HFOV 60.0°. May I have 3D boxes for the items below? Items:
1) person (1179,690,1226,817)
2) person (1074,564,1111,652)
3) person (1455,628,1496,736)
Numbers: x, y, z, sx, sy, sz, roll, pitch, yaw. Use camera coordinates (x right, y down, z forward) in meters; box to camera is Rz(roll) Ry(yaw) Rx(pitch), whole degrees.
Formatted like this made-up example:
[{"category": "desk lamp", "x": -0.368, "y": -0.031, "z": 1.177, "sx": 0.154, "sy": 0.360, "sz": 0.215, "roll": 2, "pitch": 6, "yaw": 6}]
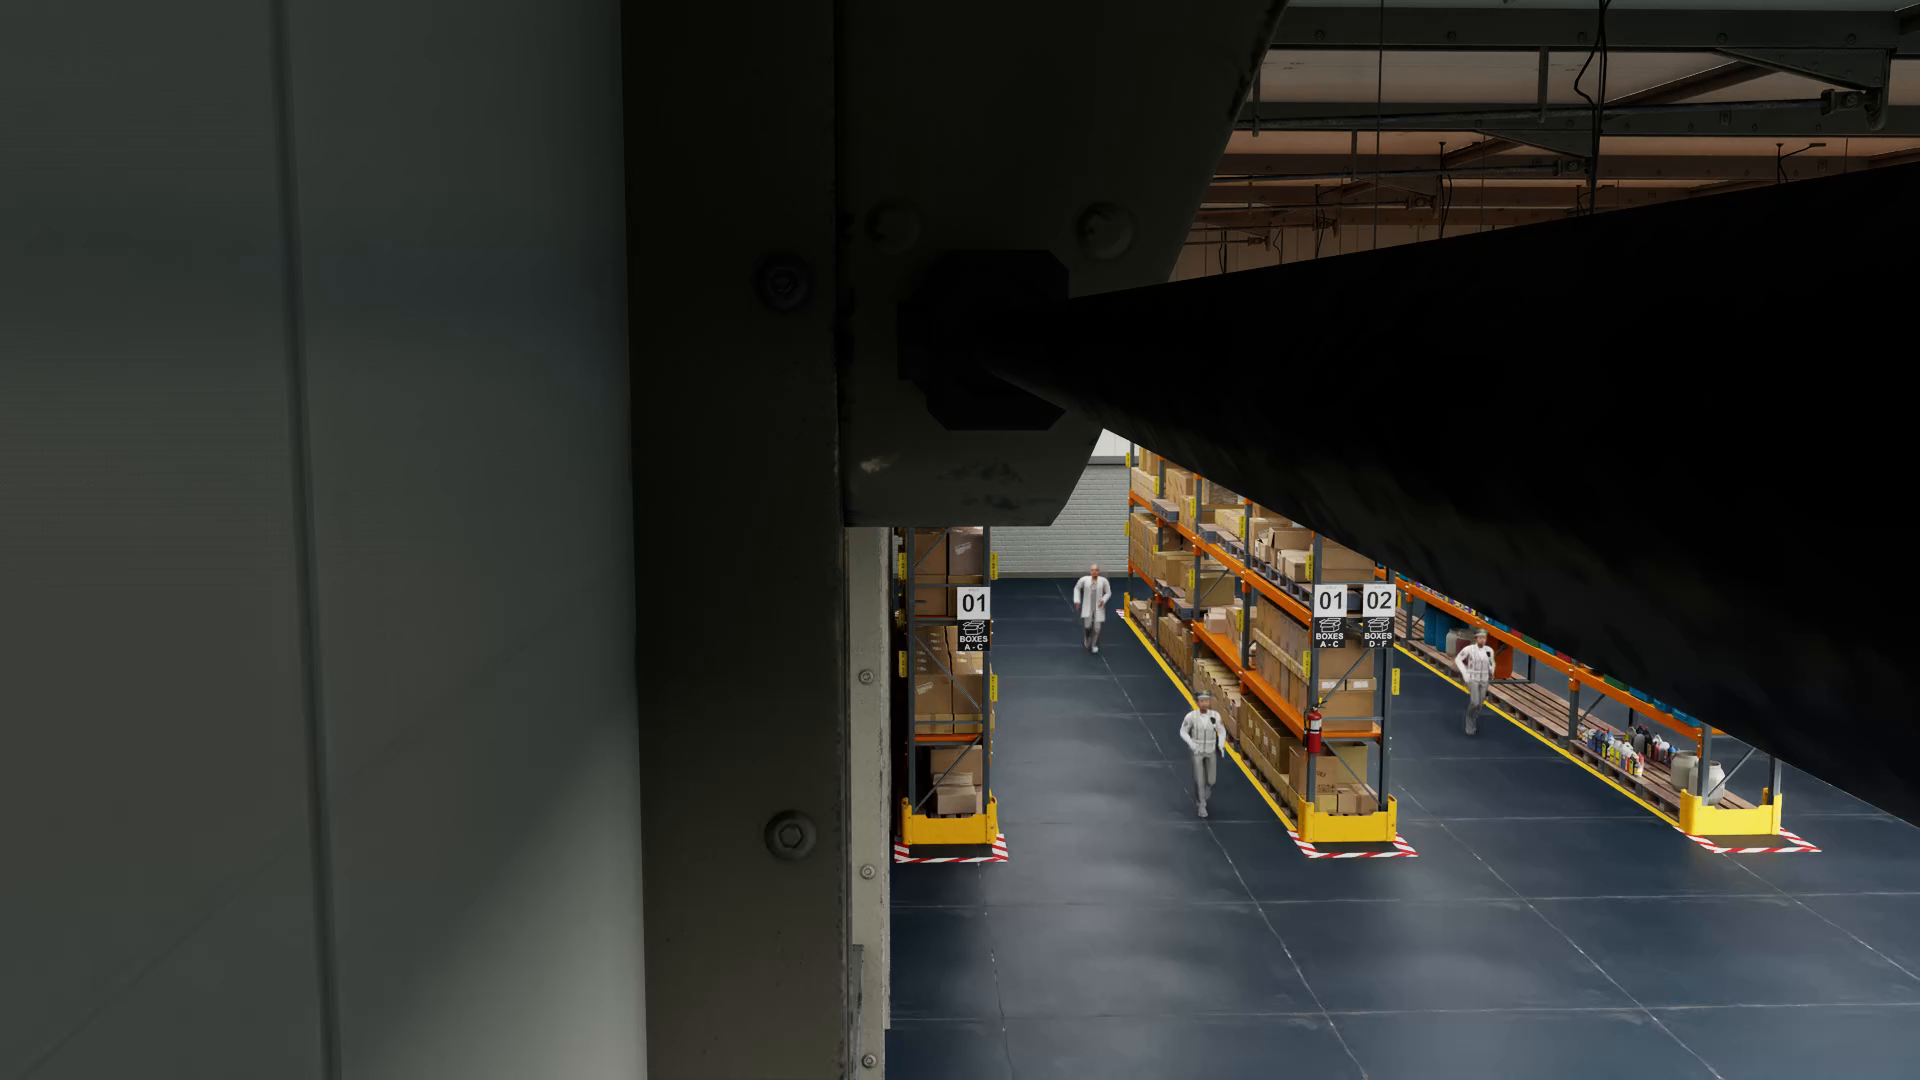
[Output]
[{"category": "person", "x": 3.168, "y": 2.757, "z": 21.660, "sx": 0.616, "sy": 1.660, "sz": 0.530, "roll": 0, "pitch": 7, "yaw": 1}, {"category": "person", "x": 2.583, "y": 1.337, "z": 32.343, "sx": 0.722, "sy": 1.729, "sz": 0.667, "roll": 1, "pitch": 7, "yaw": 4}, {"category": "person", "x": 8.040, "y": 2.203, "z": 25.808, "sx": 0.585, "sy": 1.694, "sz": 0.666, "roll": -1, "pitch": 7, "yaw": -6}]
